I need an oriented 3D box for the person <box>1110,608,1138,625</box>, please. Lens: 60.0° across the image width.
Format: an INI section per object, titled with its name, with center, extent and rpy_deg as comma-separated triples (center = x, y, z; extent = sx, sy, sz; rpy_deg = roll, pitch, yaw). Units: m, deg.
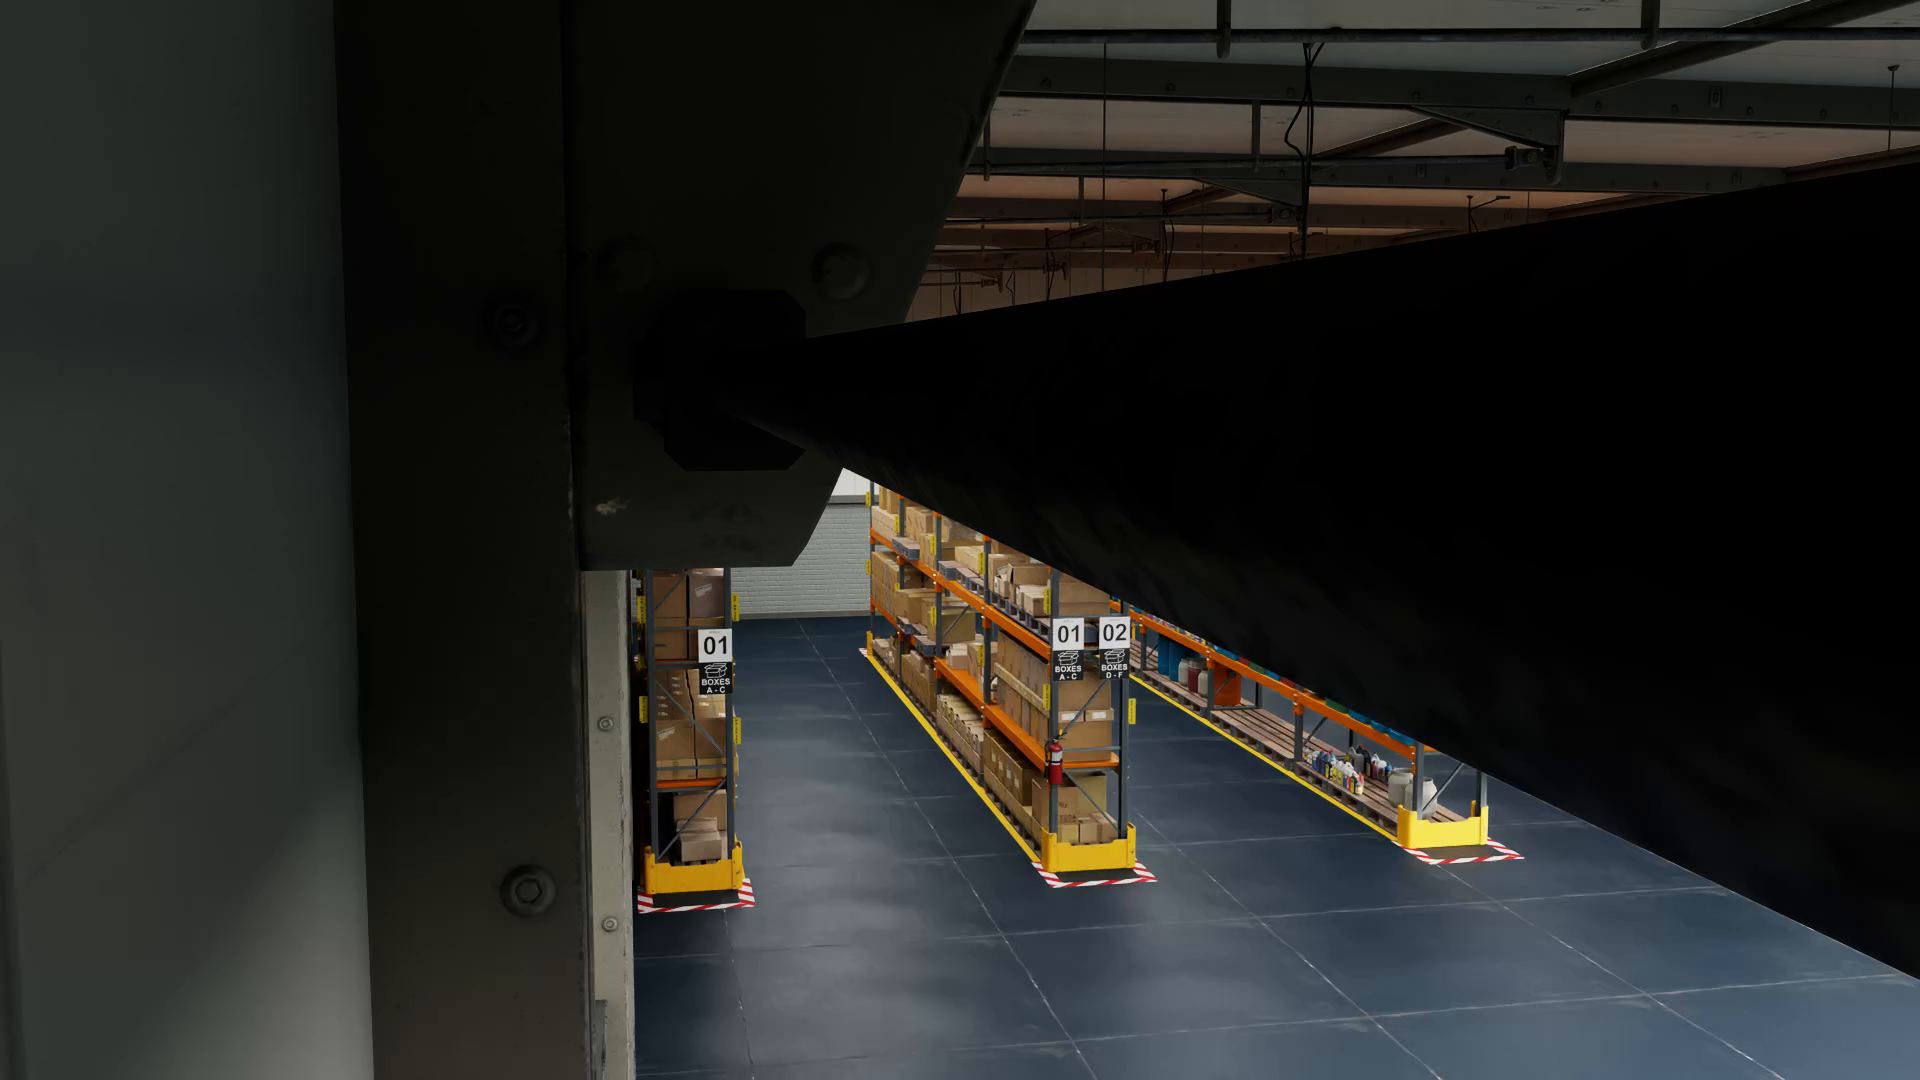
[person]
center = 3.863, 1.247, 40.586
extent = 1.037, 1.731, 0.741
rpy_deg = 5, 8, 39
